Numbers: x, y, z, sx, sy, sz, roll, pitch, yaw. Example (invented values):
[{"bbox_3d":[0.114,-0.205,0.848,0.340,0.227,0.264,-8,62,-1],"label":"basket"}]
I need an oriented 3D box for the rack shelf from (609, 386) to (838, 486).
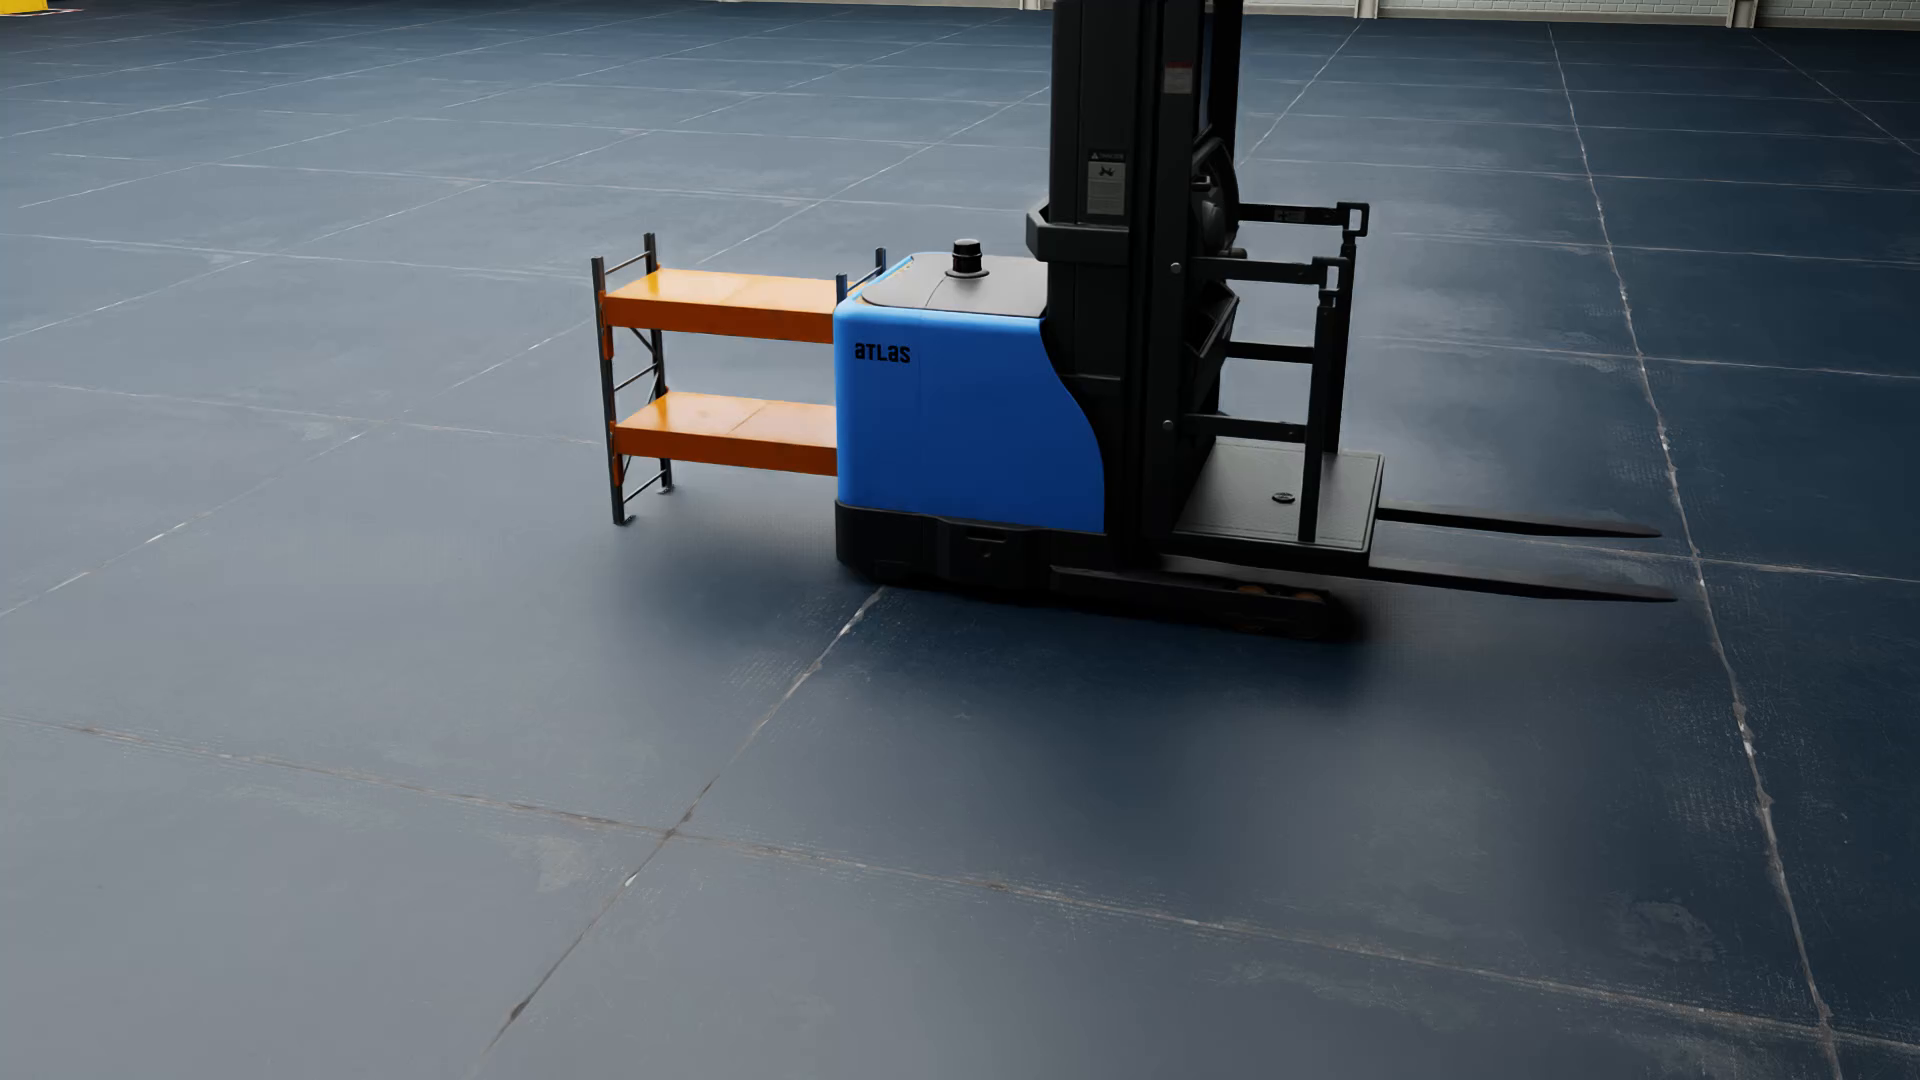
[{"bbox_3d":[-0.869,-0.391,6.886,1.000,0.278,0.538,6,23,15],"label":"rack shelf"}]

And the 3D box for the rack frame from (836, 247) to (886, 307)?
[{"bbox_3d":[-0.382,-0.563,6.661,0.032,1.125,0.500,6,23,15],"label":"rack frame"}]

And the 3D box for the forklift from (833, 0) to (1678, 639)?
[{"bbox_3d":[1.097,-1.229,5.904,3.031,2.935,1.130,6,23,15],"label":"forklift"}]

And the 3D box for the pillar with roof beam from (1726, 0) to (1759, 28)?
[{"bbox_3d":[11.567,-11.032,21.808,0.400,9.000,9.100,7,23,16],"label":"pillar with roof beam"}]

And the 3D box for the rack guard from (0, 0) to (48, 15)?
[{"bbox_3d":[-17.007,-9.754,29.890,0.348,0.500,1.175,7,23,16],"label":"rack guard"}]

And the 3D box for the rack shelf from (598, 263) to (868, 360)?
[{"bbox_3d":[-0.869,-0.888,6.682,1.000,0.278,0.538,6,23,15],"label":"rack shelf"}]

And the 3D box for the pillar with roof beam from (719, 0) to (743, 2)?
[{"bbox_3d":[-5.665,-13.006,26.619,0.400,9.000,9.100,7,23,16],"label":"pillar with roof beam"}]

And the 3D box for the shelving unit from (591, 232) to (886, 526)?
[{"bbox_3d":[-0.869,-0.618,6.794,1.048,1.125,0.538,6,23,15],"label":"shelving unit"}]

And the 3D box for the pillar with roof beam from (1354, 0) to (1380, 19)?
[{"bbox_3d":[5.823,-11.690,23.412,0.400,9.000,9.100,7,23,16],"label":"pillar with roof beam"}]

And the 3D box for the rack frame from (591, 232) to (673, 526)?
[{"bbox_3d":[-1.357,-0.672,6.927,0.032,1.125,0.500,6,23,15],"label":"rack frame"}]

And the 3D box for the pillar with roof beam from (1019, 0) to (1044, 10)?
[{"bbox_3d":[0.079,-12.348,25.015,0.400,9.000,9.100,7,23,16],"label":"pillar with roof beam"}]
